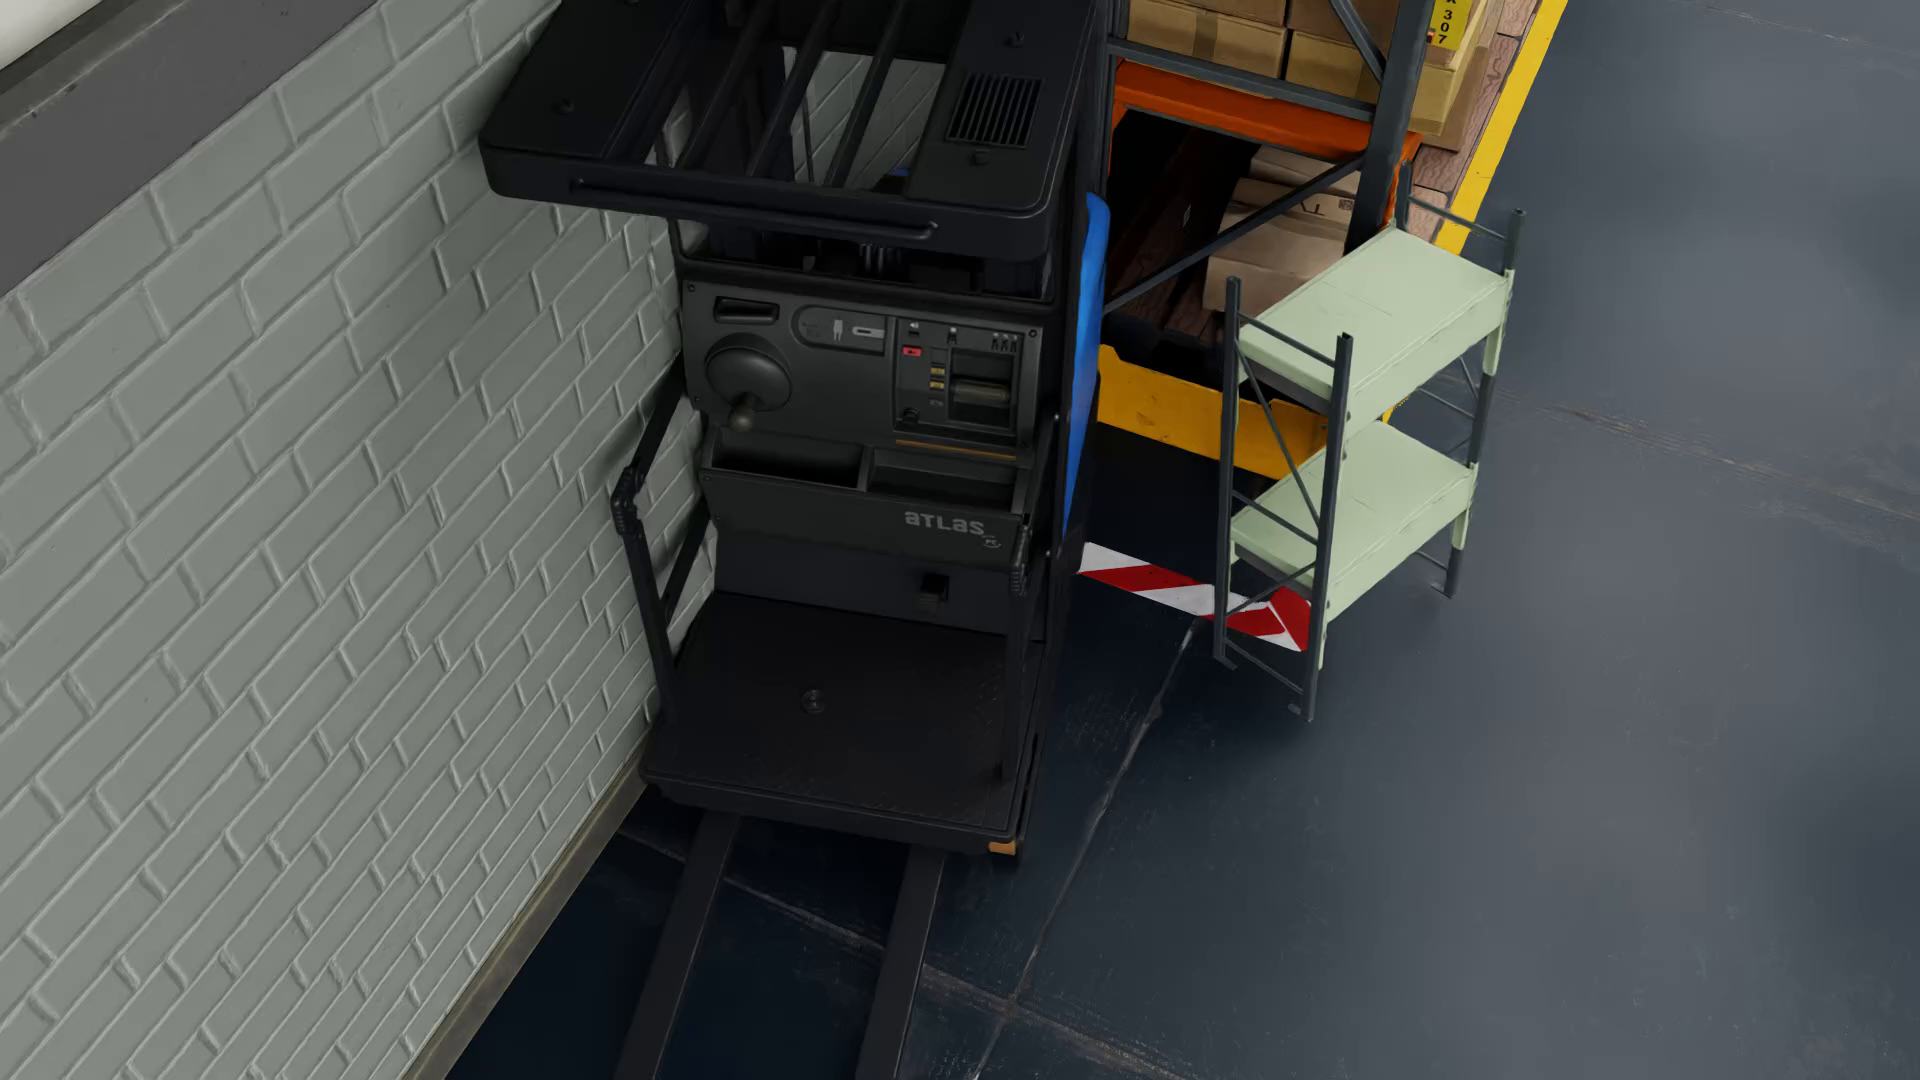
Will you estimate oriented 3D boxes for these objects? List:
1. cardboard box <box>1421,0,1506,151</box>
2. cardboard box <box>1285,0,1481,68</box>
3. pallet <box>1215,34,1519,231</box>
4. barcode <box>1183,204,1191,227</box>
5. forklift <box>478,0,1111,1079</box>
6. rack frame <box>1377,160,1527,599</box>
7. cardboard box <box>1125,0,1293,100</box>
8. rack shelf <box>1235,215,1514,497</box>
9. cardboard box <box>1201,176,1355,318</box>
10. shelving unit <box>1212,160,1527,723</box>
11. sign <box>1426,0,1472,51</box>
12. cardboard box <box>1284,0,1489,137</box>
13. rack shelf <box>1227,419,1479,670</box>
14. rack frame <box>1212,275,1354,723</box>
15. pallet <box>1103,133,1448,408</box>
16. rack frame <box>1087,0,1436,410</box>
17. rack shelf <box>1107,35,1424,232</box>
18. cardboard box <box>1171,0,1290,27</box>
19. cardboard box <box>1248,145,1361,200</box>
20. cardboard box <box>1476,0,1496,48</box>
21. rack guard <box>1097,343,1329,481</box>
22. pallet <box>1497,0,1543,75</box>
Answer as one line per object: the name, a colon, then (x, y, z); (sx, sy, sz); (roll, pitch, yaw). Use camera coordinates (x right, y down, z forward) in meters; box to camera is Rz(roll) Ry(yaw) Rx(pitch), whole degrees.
cardboard box: (1.814, -2.023, 6.855); (0.700, 0.500, 0.500); (17, 52, 14)
cardboard box: (1.311, -1.794, 4.900); (0.500, 0.500, 0.500); (20, 52, 16)
pallet: (1.769, -1.896, 7.225); (1.003, 0.211, 1.213); (20, 52, 16)
barcode: (0.858, -1.226, 6.294); (0.001, 0.075, 0.075); (20, 52, 16)
forklift: (-0.295, -0.331, 4.107); (1.130, 2.935, 3.031); (8, 50, 7)
rack frame: (1.445, -0.439, 5.108); (0.023, 1.500, 0.400); (-35, 51, -26)
cardboard box: (0.860, -1.705, 5.317); (0.500, 0.250, 0.500); (20, 53, 17)
rack shelf: (1.142, -0.529, 4.676); (0.720, 0.370, 0.431); (-35, 51, -26)
cardboard box: (1.212, -1.081, 6.176); (0.500, 0.311, 0.500); (14, 51, 12)
shelving unit: (1.174, -0.251, 4.948); (0.755, 1.500, 0.431); (-35, 51, -26)
sign: (1.326, -1.466, 4.460); (0.100, 0.325, 0.005); (20, 52, 16)
cardboard box: (1.331, -1.553, 5.187); (0.500, 0.250, 0.500); (18, 52, 15)
rack shelf: (1.200, -0.019, 5.175); (0.720, 0.370, 0.431); (-35, 51, -26)
rack frame: (0.903, -0.064, 4.788); (0.023, 1.500, 0.400); (-35, 51, -26)
pallet: (1.247, -1.059, 6.512); (1.003, 0.211, 1.213); (20, 52, 16)
rack frame: (0.835, -1.362, 4.940); (1.000, 3.000, 0.127); (20, 52, 16)
rack shelf: (1.690, -2.506, 6.385); (1.077, 0.370, 4.000); (20, 52, 16)
cardboard box: (0.845, -1.957, 5.038); (0.500, 0.500, 0.500); (19, 52, 16)
cardboard box: (1.456, -1.473, 6.511); (0.500, 0.311, 0.500); (24, 54, 19)
cardboard box: (1.540, -1.915, 5.495); (0.500, 0.250, 0.500); (18, 52, 15)
rack guard: (0.868, -0.604, 5.936); (1.175, 0.500, 0.348); (20, 52, 16)
pallet: (2.289, -2.739, 7.942); (1.003, 0.211, 1.213); (20, 52, 16)
